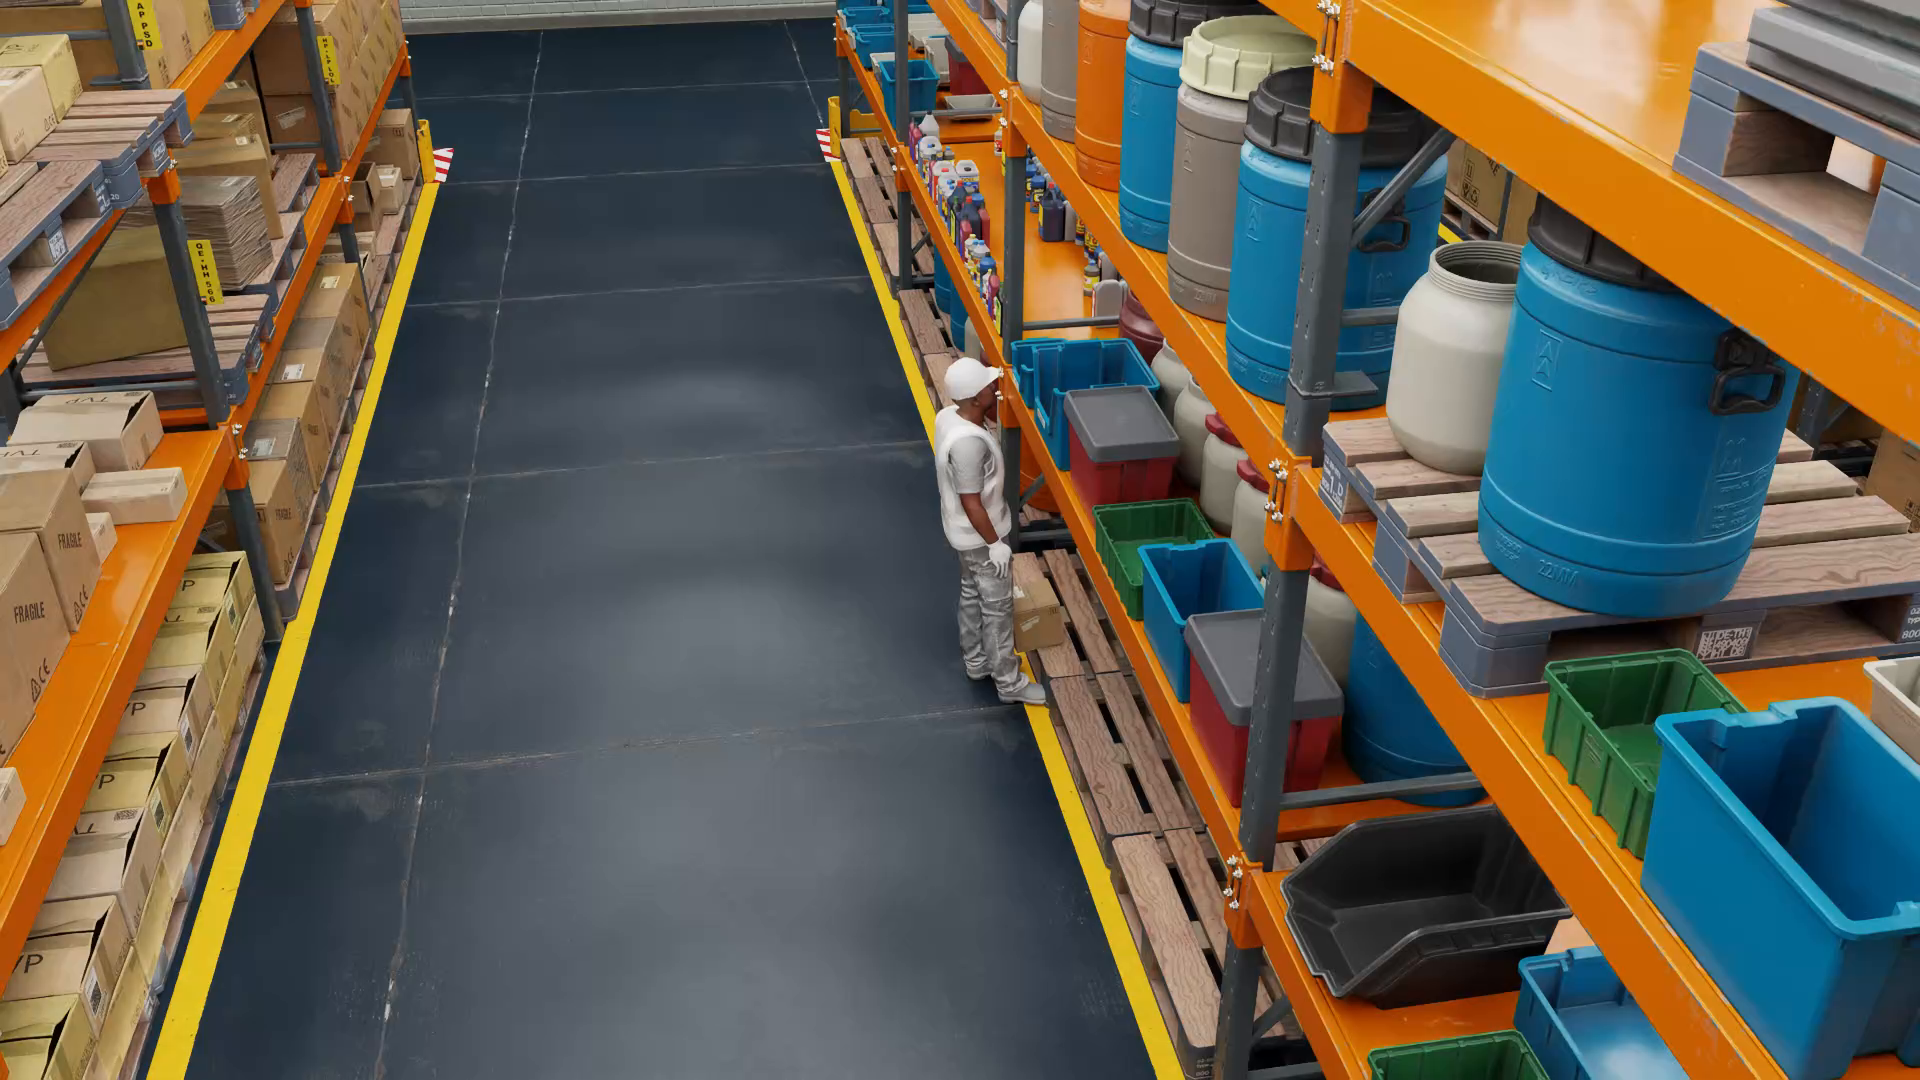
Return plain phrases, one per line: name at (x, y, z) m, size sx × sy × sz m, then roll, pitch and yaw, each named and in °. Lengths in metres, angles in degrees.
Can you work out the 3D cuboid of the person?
person at (0.168, -0.066, 8.214) m, size 0.577 × 1.782 × 0.656 m, roll -5°, pitch 31°, yaw -9°
